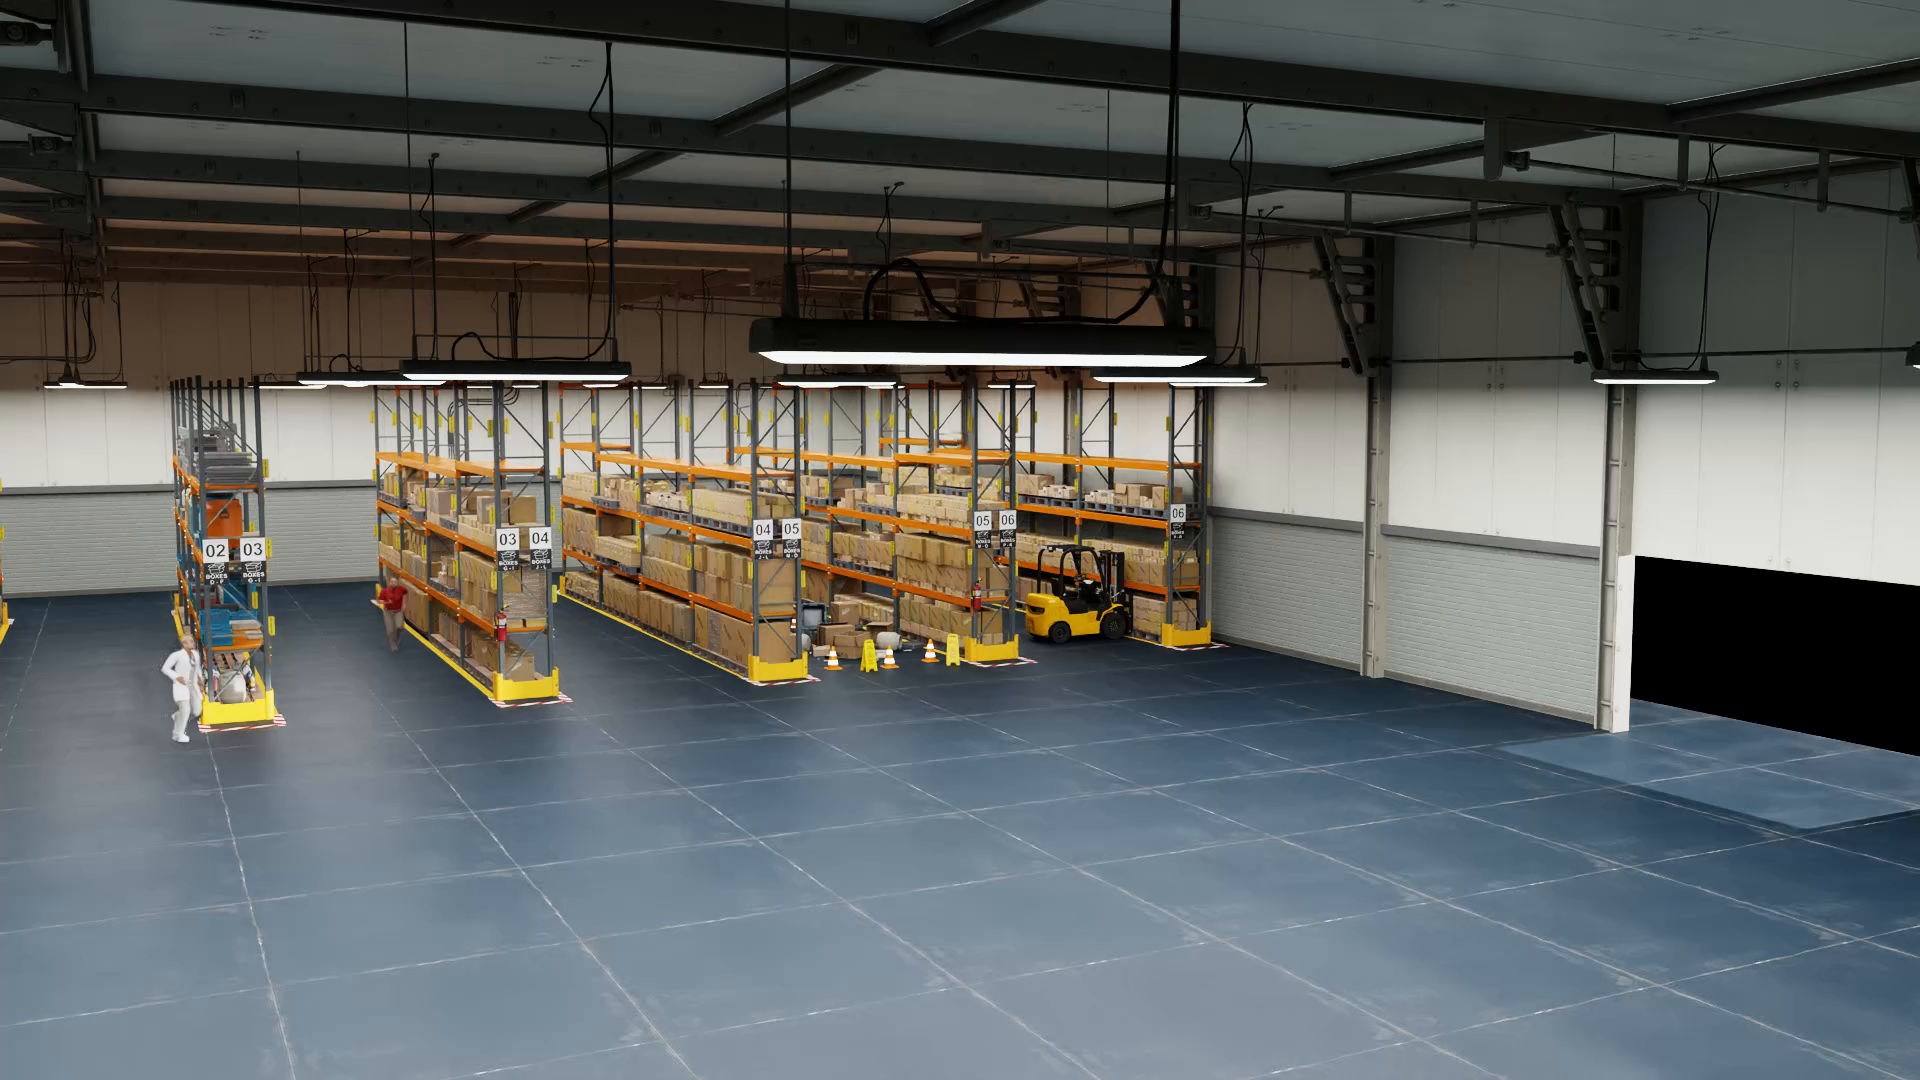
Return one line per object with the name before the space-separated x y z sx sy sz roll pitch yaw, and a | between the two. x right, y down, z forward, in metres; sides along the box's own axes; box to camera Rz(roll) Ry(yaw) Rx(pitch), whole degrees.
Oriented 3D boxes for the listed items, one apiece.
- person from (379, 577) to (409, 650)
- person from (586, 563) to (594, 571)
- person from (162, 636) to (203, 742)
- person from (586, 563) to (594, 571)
person | -12.446 1.631 36.610 0.653 1.655 0.786 -2 5 -22
person | -10.797 0.604 48.888 0.579 1.575 0.733 0 5 5
person | -12.850 2.440 27.559 0.640 1.704 0.722 2 6 26
person | -10.812 0.496 49.001 0.695 1.847 0.674 -3 6 -33
